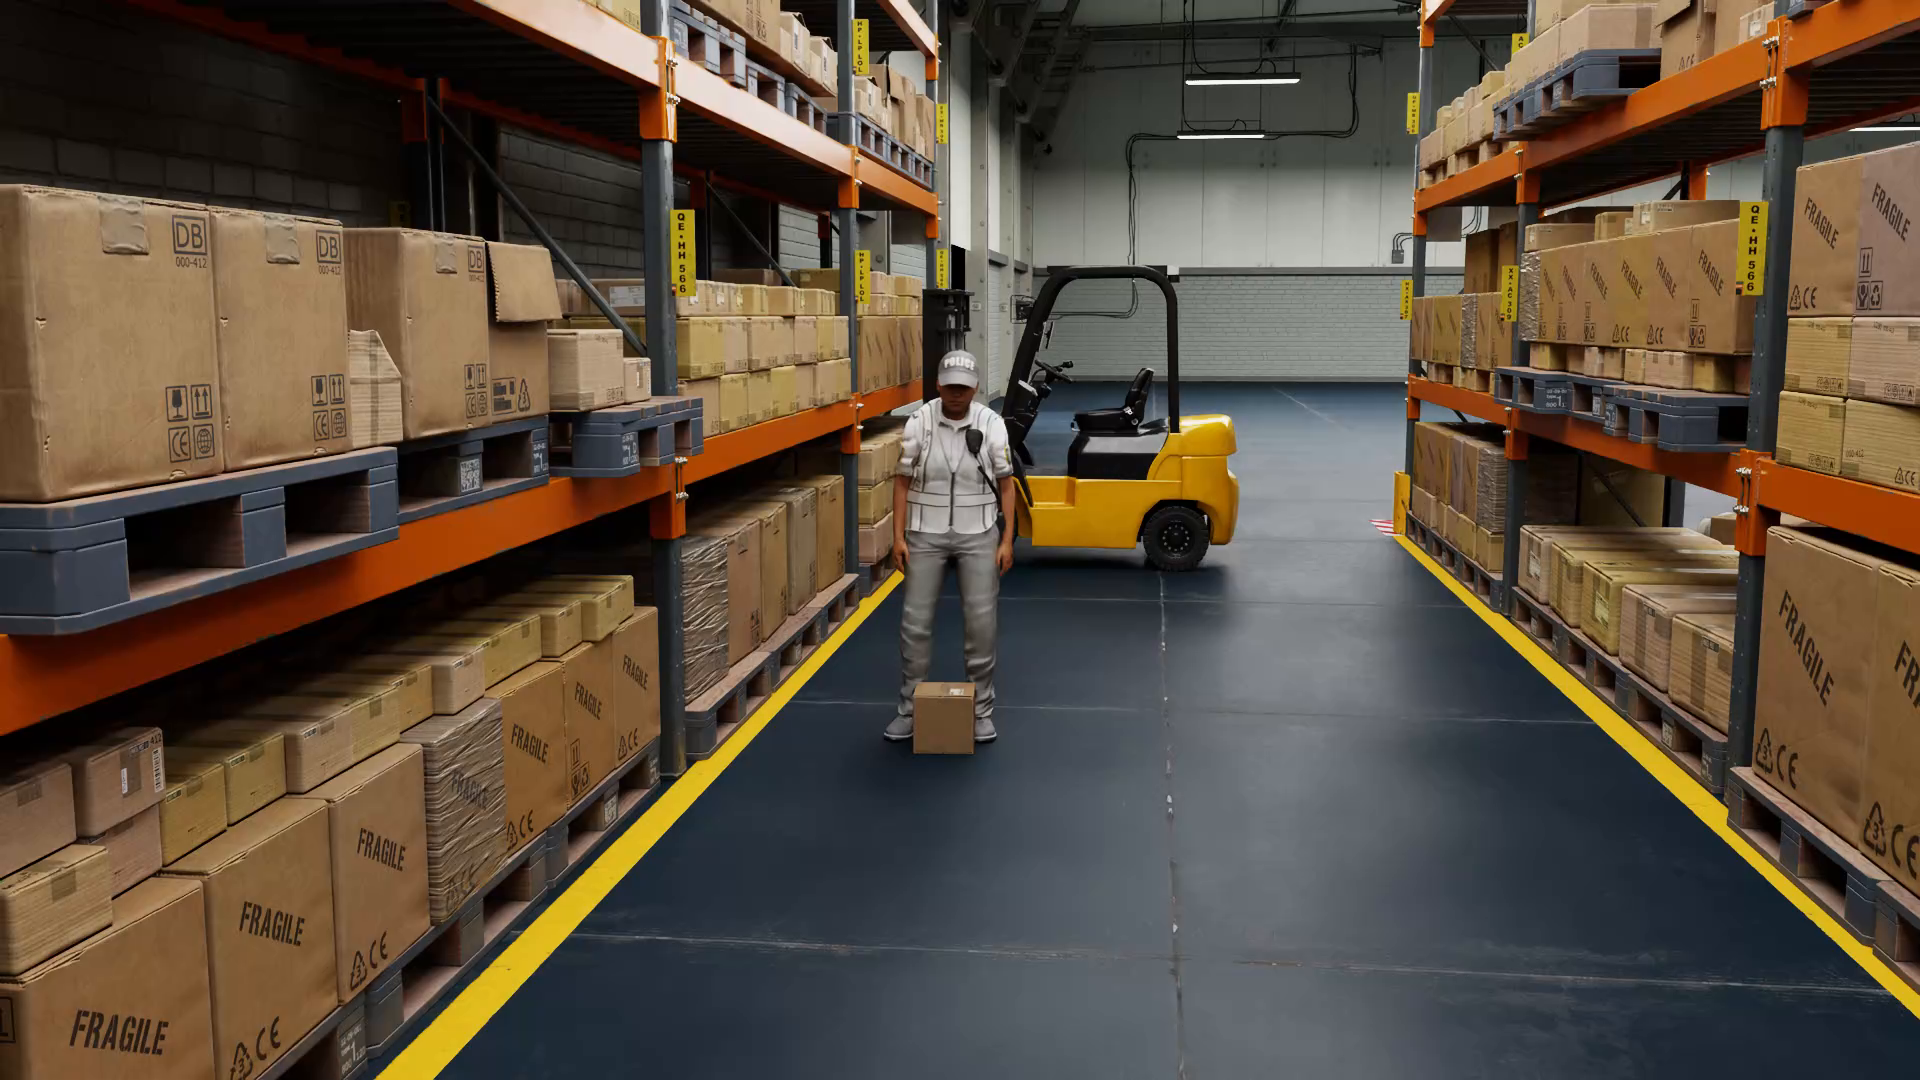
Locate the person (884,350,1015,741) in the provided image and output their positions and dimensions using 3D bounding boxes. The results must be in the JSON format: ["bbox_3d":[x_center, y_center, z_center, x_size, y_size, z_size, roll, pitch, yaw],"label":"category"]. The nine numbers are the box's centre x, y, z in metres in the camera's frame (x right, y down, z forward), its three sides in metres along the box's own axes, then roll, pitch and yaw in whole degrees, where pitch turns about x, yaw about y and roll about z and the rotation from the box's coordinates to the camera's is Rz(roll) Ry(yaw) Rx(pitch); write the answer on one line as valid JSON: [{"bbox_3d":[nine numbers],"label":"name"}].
[{"bbox_3d":[-0.044,0.020,7.128,0.560,1.665,0.469,0,8,3],"label":"person"}]
